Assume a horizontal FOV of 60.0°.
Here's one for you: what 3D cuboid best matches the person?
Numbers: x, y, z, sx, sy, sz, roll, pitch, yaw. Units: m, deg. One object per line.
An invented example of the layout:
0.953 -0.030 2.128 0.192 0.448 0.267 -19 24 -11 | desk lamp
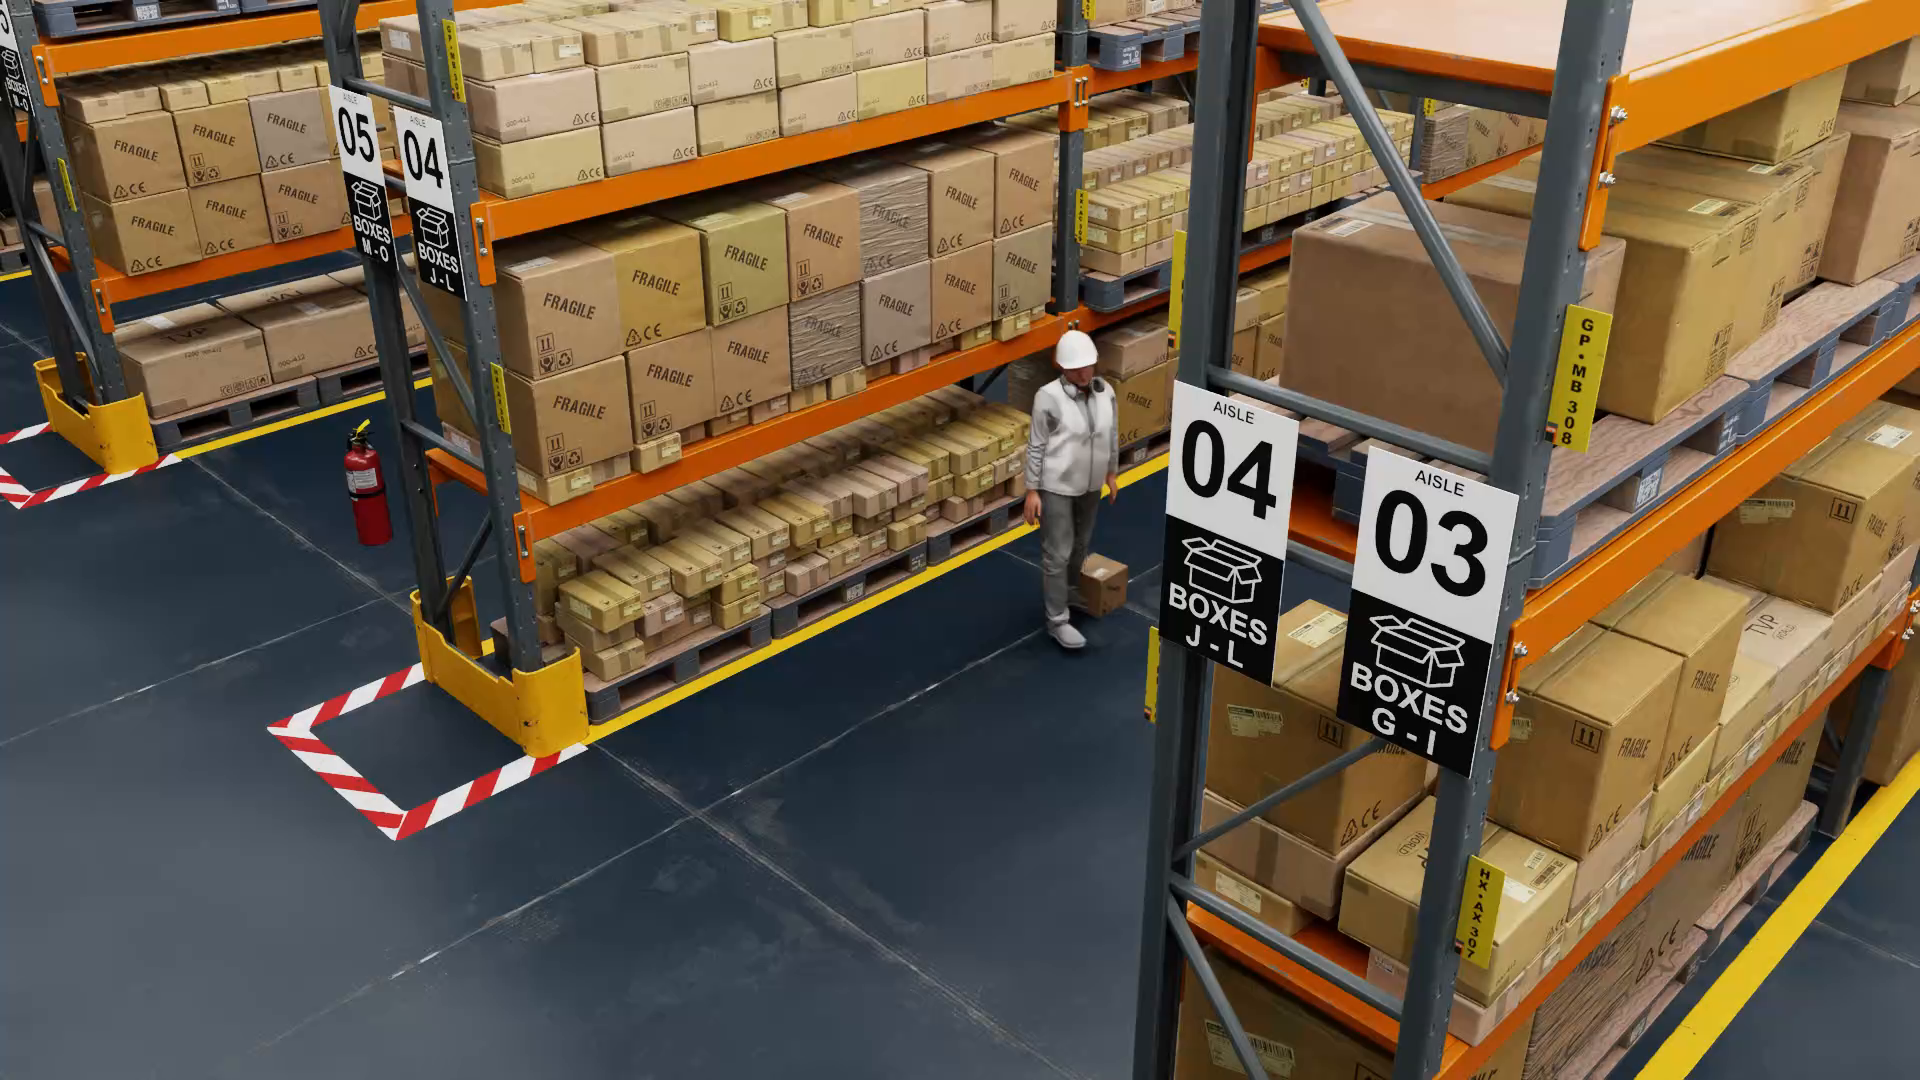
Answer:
0.624 -0.296 9.105 0.632 1.770 0.574 -19 33 -32 | person
